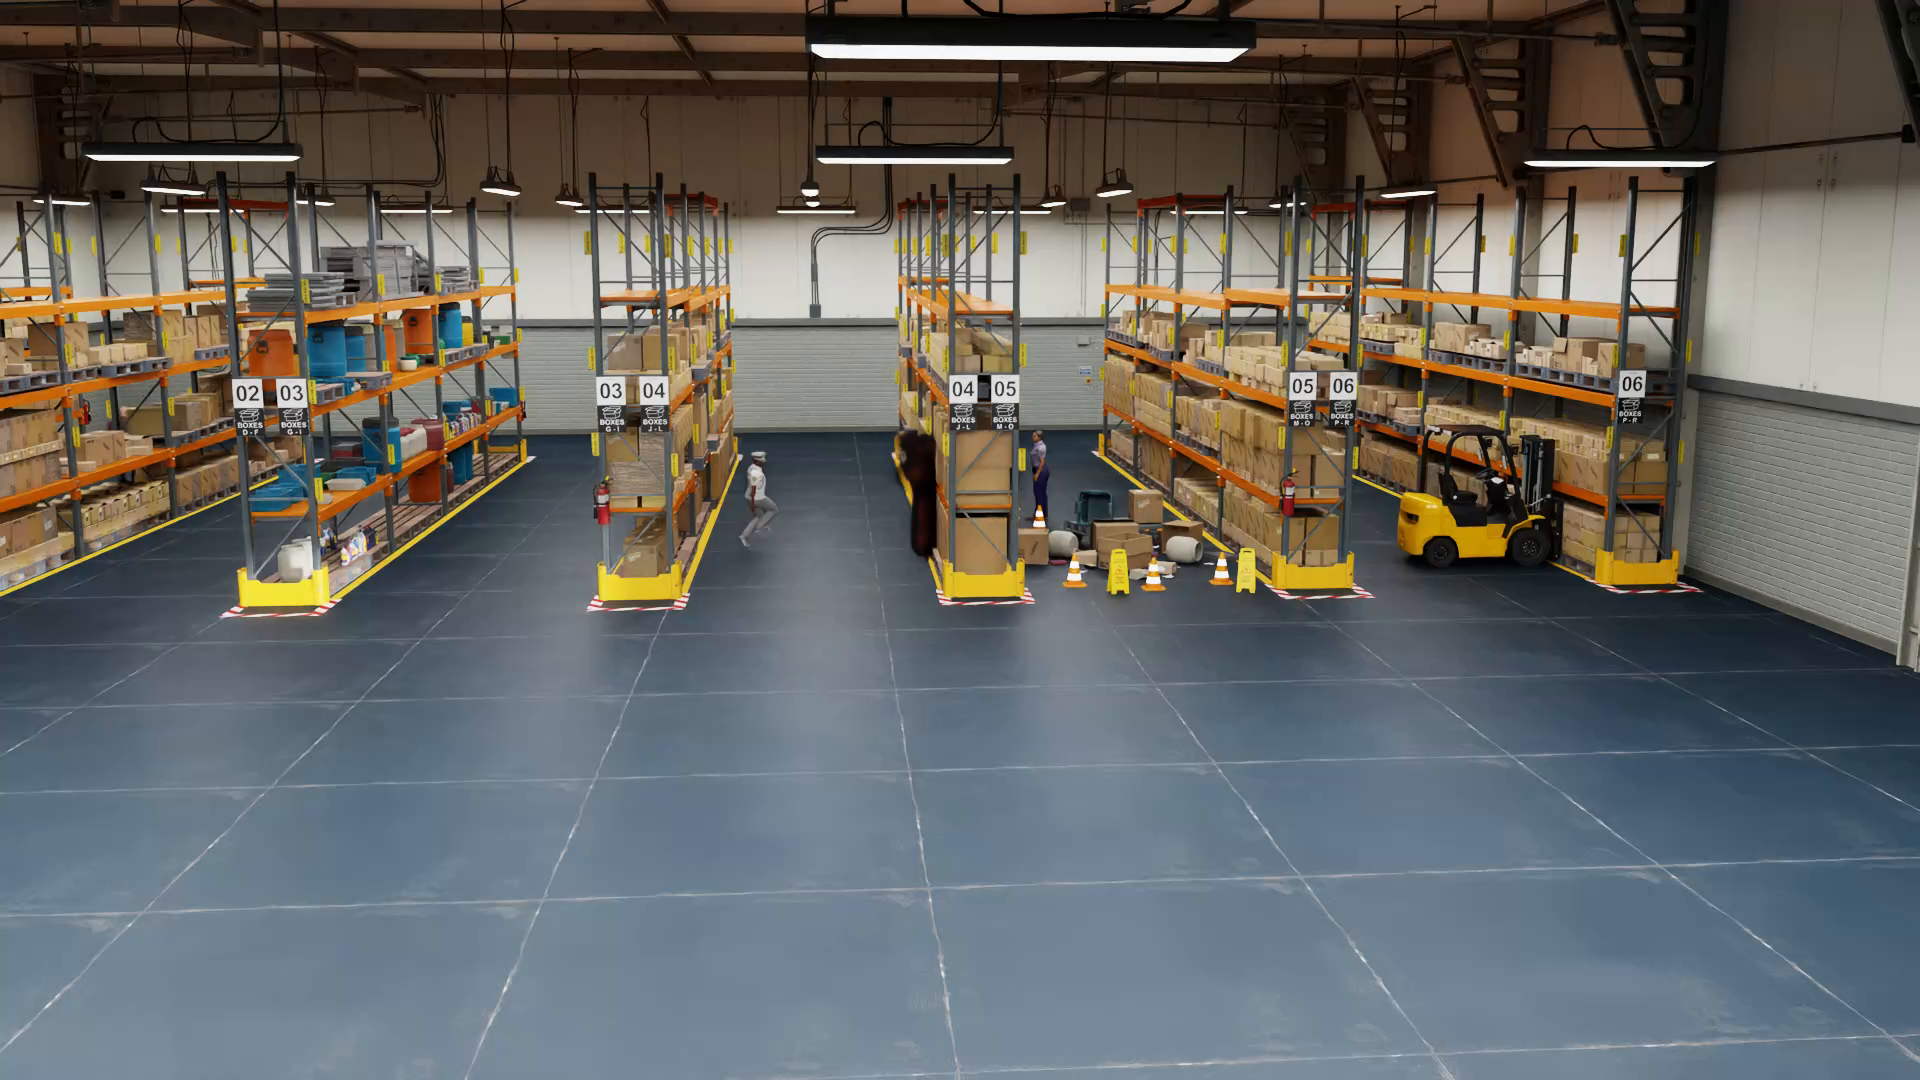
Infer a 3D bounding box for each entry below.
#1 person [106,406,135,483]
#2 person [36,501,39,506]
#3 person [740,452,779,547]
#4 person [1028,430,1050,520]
[{"bbox_3d":[-17.242,-1.851,34.317,0.728,1.826,0.860,-1,10,-7],"label":"person"},{"bbox_3d":[-17.183,-1.176,30.562,0.580,1.705,0.668,-9,13,-40],"label":"person"},{"bbox_3d":[-3.334,-0.669,27.690,0.640,1.632,0.473,-6,11,-29],"label":"person"},{"bbox_3d":[1.451,-1.218,30.829,0.406,1.655,0.491,0,10,-1],"label":"person"}]
